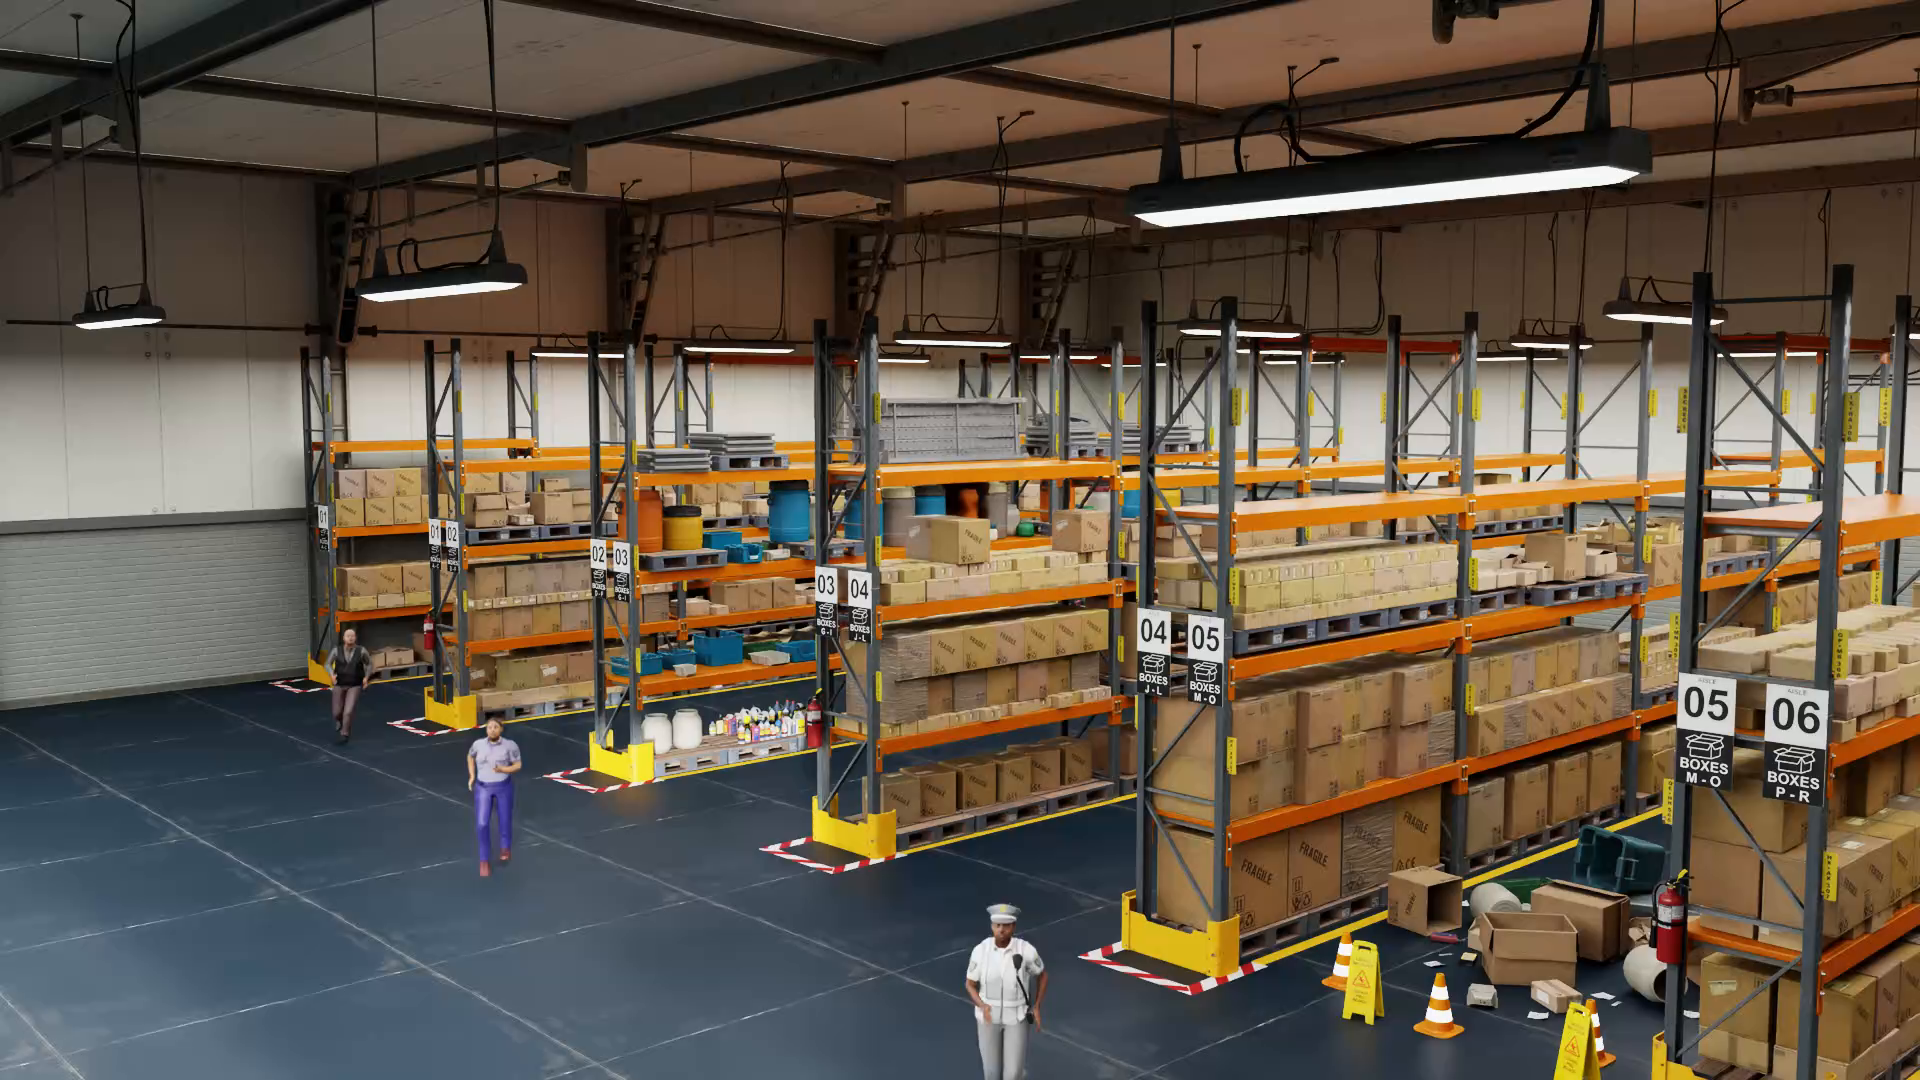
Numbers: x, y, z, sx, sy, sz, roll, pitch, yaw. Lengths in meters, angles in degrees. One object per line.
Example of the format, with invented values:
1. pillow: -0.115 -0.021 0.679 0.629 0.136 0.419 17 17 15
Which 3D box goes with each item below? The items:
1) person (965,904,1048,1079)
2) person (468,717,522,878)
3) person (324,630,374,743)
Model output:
1. person: 0.306 3.334 11.509 0.570 1.661 0.517 1 5 9
2. person: -5.047 2.765 18.051 0.581 1.712 0.739 -1 5 -13
3. person: -9.101 2.163 24.793 0.695 1.677 0.653 -1 5 -14
